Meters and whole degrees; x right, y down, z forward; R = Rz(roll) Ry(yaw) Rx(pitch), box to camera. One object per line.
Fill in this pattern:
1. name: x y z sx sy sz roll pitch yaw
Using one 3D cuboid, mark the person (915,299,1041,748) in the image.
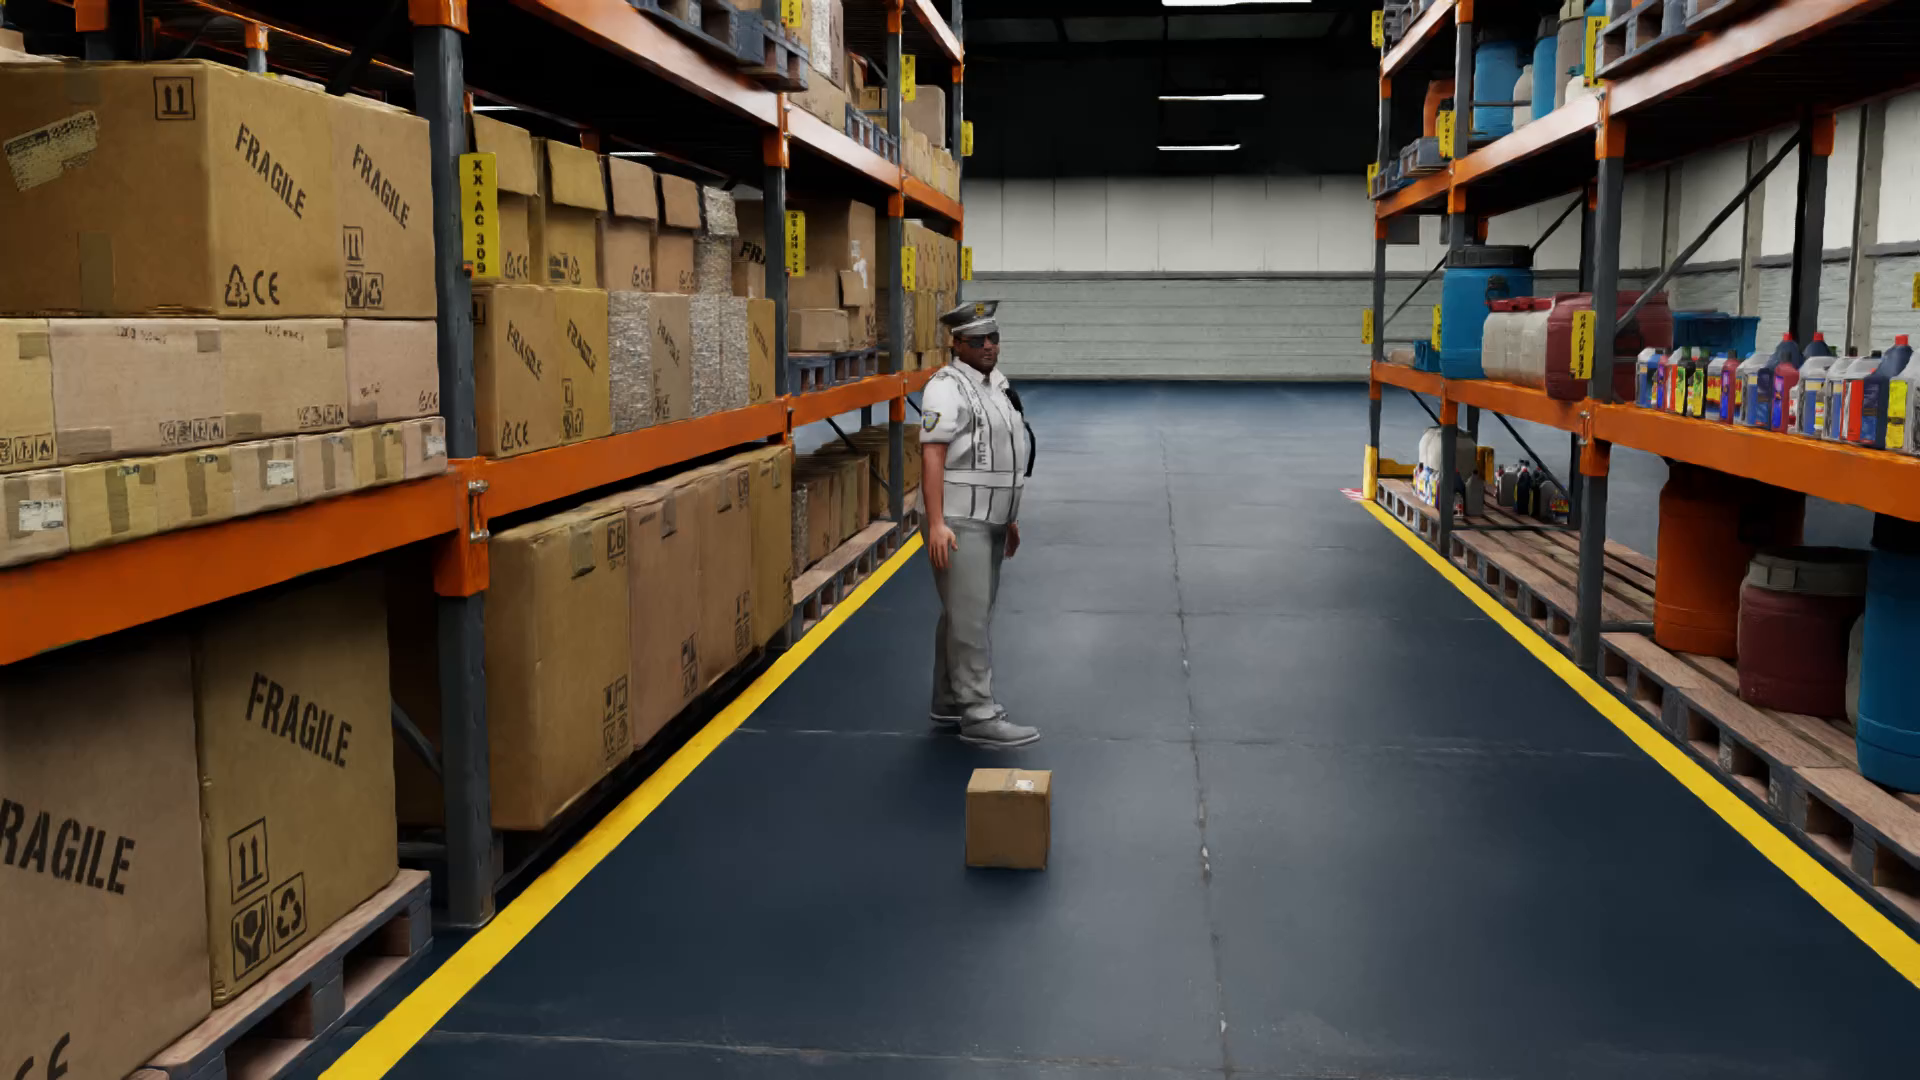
1. person: 0.089 -0.073 6.628 0.587 1.753 0.653 4 8 25
